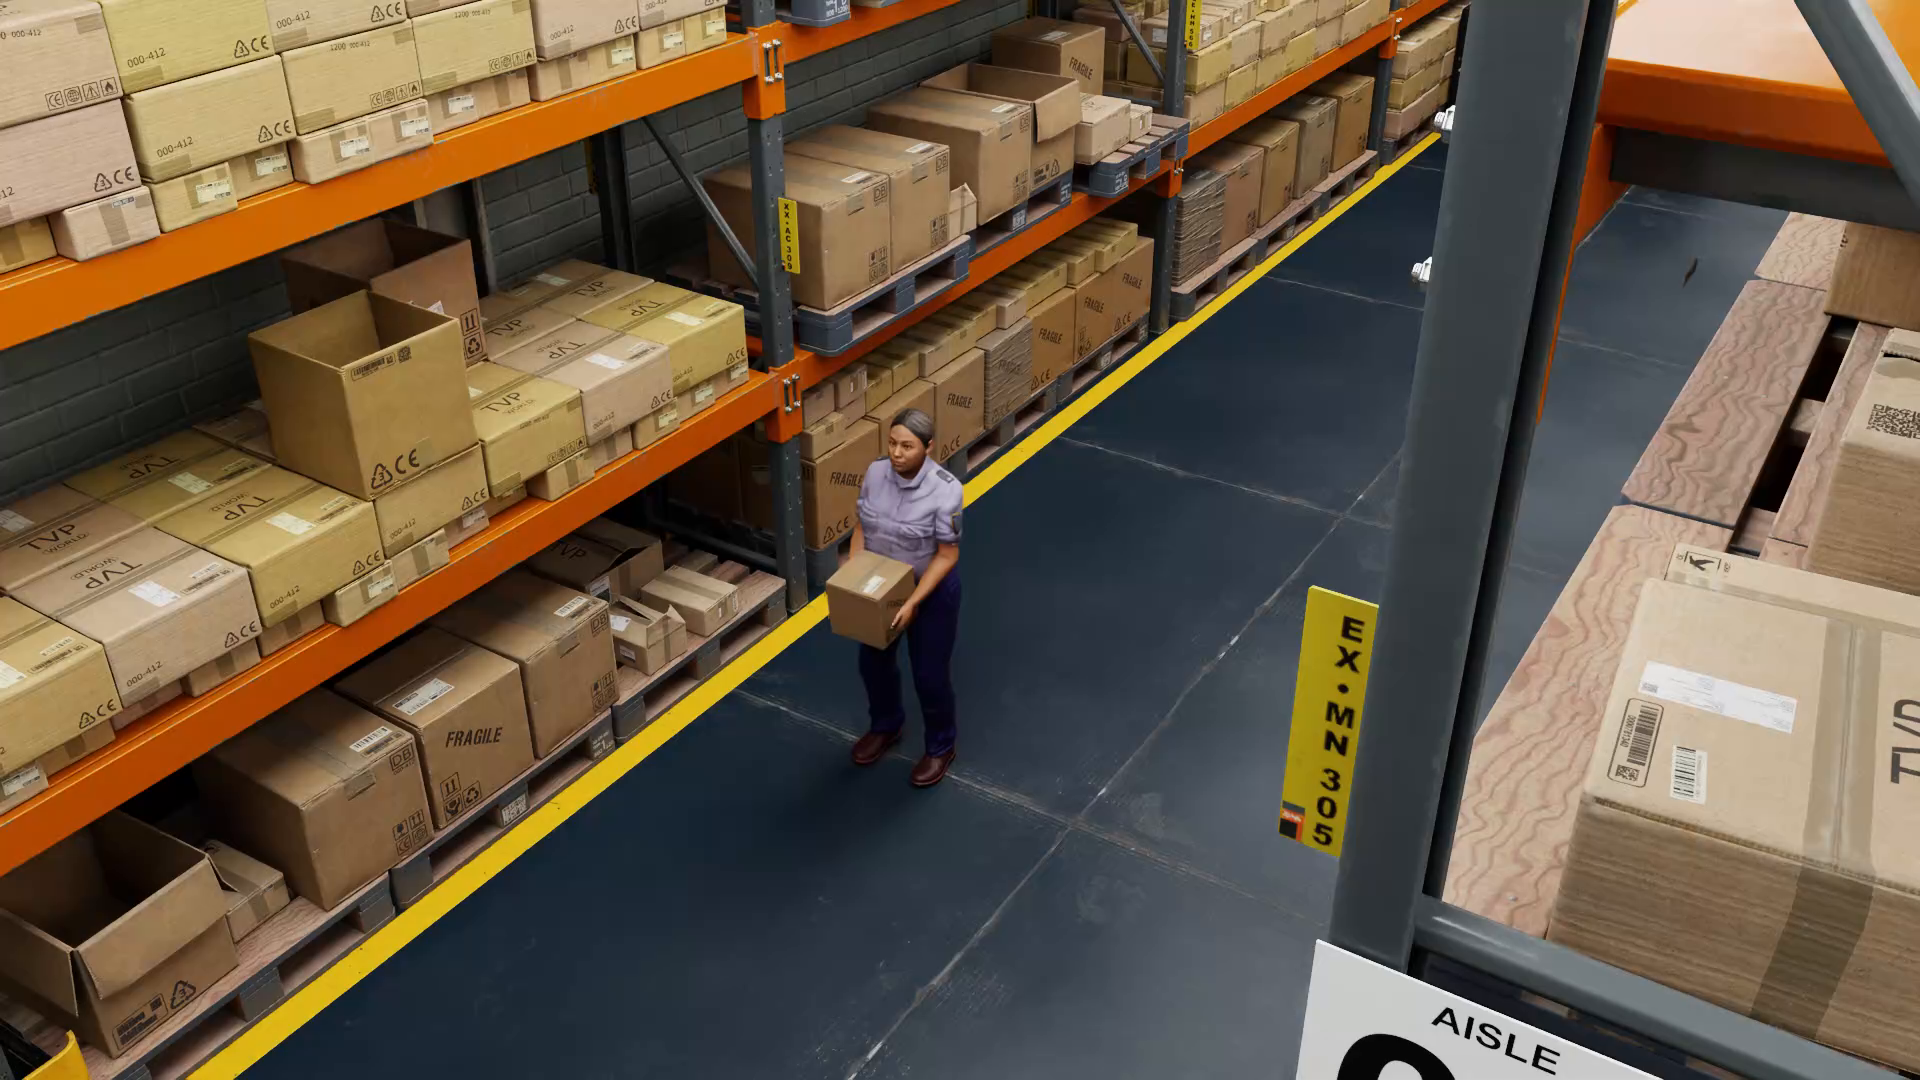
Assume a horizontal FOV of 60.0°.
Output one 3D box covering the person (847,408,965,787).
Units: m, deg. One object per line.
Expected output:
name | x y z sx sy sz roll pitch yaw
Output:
person | -0.243 0.251 6.716 0.479 1.652 0.498 18 35 27
